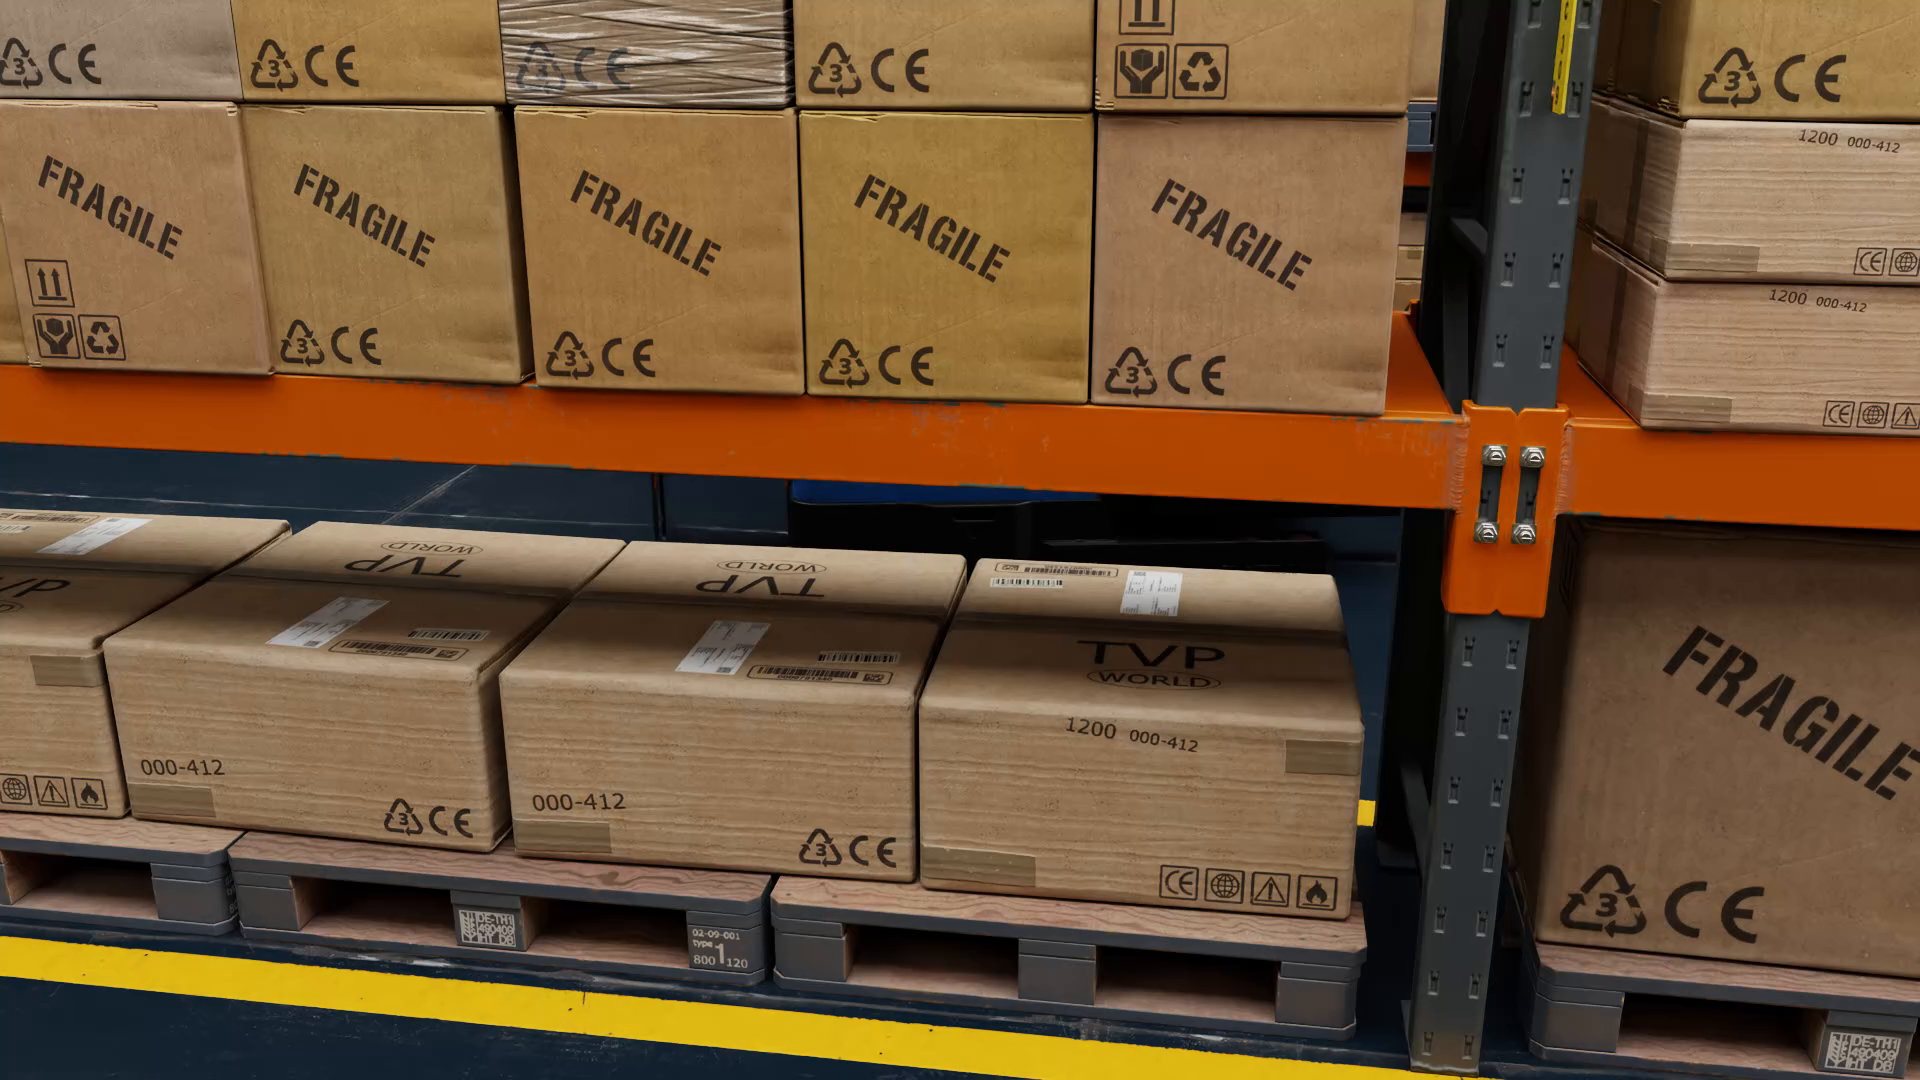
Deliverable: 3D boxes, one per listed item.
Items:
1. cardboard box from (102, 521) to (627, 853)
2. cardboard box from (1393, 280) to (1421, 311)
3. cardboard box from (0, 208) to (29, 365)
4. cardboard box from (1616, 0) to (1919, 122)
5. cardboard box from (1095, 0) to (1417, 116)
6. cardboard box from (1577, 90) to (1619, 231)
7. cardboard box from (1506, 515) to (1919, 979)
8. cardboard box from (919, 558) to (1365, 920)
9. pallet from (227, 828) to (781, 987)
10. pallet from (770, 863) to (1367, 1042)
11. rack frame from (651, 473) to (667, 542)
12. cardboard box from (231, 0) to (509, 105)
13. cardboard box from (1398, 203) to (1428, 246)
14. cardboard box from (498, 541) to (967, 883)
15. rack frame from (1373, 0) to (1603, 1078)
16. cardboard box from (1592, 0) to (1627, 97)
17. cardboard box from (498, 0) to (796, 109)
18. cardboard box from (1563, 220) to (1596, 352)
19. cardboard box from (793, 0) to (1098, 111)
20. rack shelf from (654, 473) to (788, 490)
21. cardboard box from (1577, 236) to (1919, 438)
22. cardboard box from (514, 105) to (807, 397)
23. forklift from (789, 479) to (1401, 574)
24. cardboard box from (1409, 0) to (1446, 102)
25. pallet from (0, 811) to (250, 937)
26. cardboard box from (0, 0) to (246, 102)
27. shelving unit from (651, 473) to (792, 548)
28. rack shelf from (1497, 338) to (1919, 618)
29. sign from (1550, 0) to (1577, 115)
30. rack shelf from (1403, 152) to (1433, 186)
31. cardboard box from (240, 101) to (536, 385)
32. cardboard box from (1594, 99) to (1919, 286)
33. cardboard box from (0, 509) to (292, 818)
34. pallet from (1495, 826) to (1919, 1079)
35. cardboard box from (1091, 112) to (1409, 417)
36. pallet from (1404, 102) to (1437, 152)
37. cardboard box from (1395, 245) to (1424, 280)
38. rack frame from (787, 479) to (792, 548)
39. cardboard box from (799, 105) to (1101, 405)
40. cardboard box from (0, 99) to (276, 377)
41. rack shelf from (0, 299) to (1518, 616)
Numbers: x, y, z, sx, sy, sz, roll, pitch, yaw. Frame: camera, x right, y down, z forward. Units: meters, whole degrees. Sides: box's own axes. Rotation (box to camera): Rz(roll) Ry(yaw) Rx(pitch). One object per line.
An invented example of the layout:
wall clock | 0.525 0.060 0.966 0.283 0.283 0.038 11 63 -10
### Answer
cardboard box | -1.362 0.315 4.011 0.875 0.438 0.875 3 19 10
cardboard box | 2.240 -1.019 7.899 0.500 0.500 0.500 4 19 11
cardboard box | -2.002 -0.663 3.399 0.500 0.500 0.500 3 19 8
cardboard box | 1.404 -0.954 2.695 0.500 0.500 0.500 3 19 9
cardboard box | 0.505 -1.004 2.842 0.500 0.500 0.500 3 19 8
cardboard box | 1.489 -0.765 3.310 0.500 0.250 0.500 3 19 9
cardboard box | 1.640 0.270 3.457 0.875 0.875 0.875 4 19 10
cardboard box | 0.412 0.406 3.739 0.875 0.438 0.875 3 19 8
pallet | -0.932 0.654 4.016 1.213 0.211 1.003 3 19 9
pallet | 0.276 0.715 3.835 1.213 0.211 1.003 3 19 9
rack frame | -1.118 -0.542 6.033 0.015 1.200 0.240 -1 19 -3
cardboard box | -0.992 -1.082 3.077 0.500 0.500 0.500 3 19 9
cardboard box | 2.120 -1.480 7.786 0.250 0.149 0.380 3 19 8
cardboard box | -0.472 0.361 3.873 0.875 0.438 0.875 2 19 7
rack frame | 1.015 -0.545 3.204 0.127 3.000 1.000 3 19 9
cardboard box | 1.496 -1.123 3.198 0.500 0.500 0.500 4 19 10
cardboard box | -0.499 -1.055 2.994 0.500 0.500 0.500 3 19 9
cardboard box | 1.498 -0.530 3.397 0.500 0.250 0.500 2 19 7
cardboard box | 0.005 -1.032 2.926 0.500 0.500 0.500 3 19 8
rack shelf | -0.874 -0.295 6.131 0.480 0.148 0.258 -1 19 -3
cardboard box | 1.407 -0.369 2.915 0.500 0.250 0.500 2 19 7
cardboard box | -0.491 -0.581 3.153 0.500 0.500 0.500 3 19 8
forklift | 0.896 -1.406 5.887 3.031 2.935 1.130 -1 19 -3
cardboard box | 2.241 -2.252 7.488 0.500 0.500 0.700 3 19 10
pallet | -2.133 0.592 4.202 1.213 0.211 1.003 3 19 9
cardboard box | -1.485 -1.107 3.151 0.500 0.500 0.500 3 19 8
shelving unit | -0.874 -0.547 6.047 0.503 1.200 0.258 -1 19 -3
rack shelf | 2.989 -0.103 3.018 4.000 0.370 1.077 3 19 9
sign | 0.928 -0.819 2.535 0.005 0.325 0.100 3 19 9
rack shelf | 3.773 -1.658 7.666 4.000 0.370 1.077 3 19 9
cardboard box | -1.006 -0.612 3.246 0.500 0.500 0.500 4 19 10
cardboard box | 1.404 -0.600 2.819 0.500 0.250 0.500 2 19 7
cardboard box | -2.267 0.272 4.140 0.875 0.438 0.875 2 19 7
pallet | 1.789 0.793 3.601 1.213 0.211 1.003 3 19 9
cardboard box | 0.516 -0.536 3.019 0.500 0.500 0.500 3 19 9
pallet | 2.570 -1.935 7.661 1.213 0.211 1.003 3 19 9
cardboard box | 2.110 -1.320 7.777 0.250 0.149 0.380 4 19 11
rack frame | -0.630 -0.551 6.060 0.015 1.200 0.240 -1 19 -3
cardboard box | 0.007 -0.560 3.091 0.500 0.500 0.500 2 19 7
cardboard box | -1.503 -0.632 3.306 0.500 0.500 0.500 3 19 8
rack shelf | -0.960 -0.304 3.619 4.000 0.370 1.077 3 19 9
